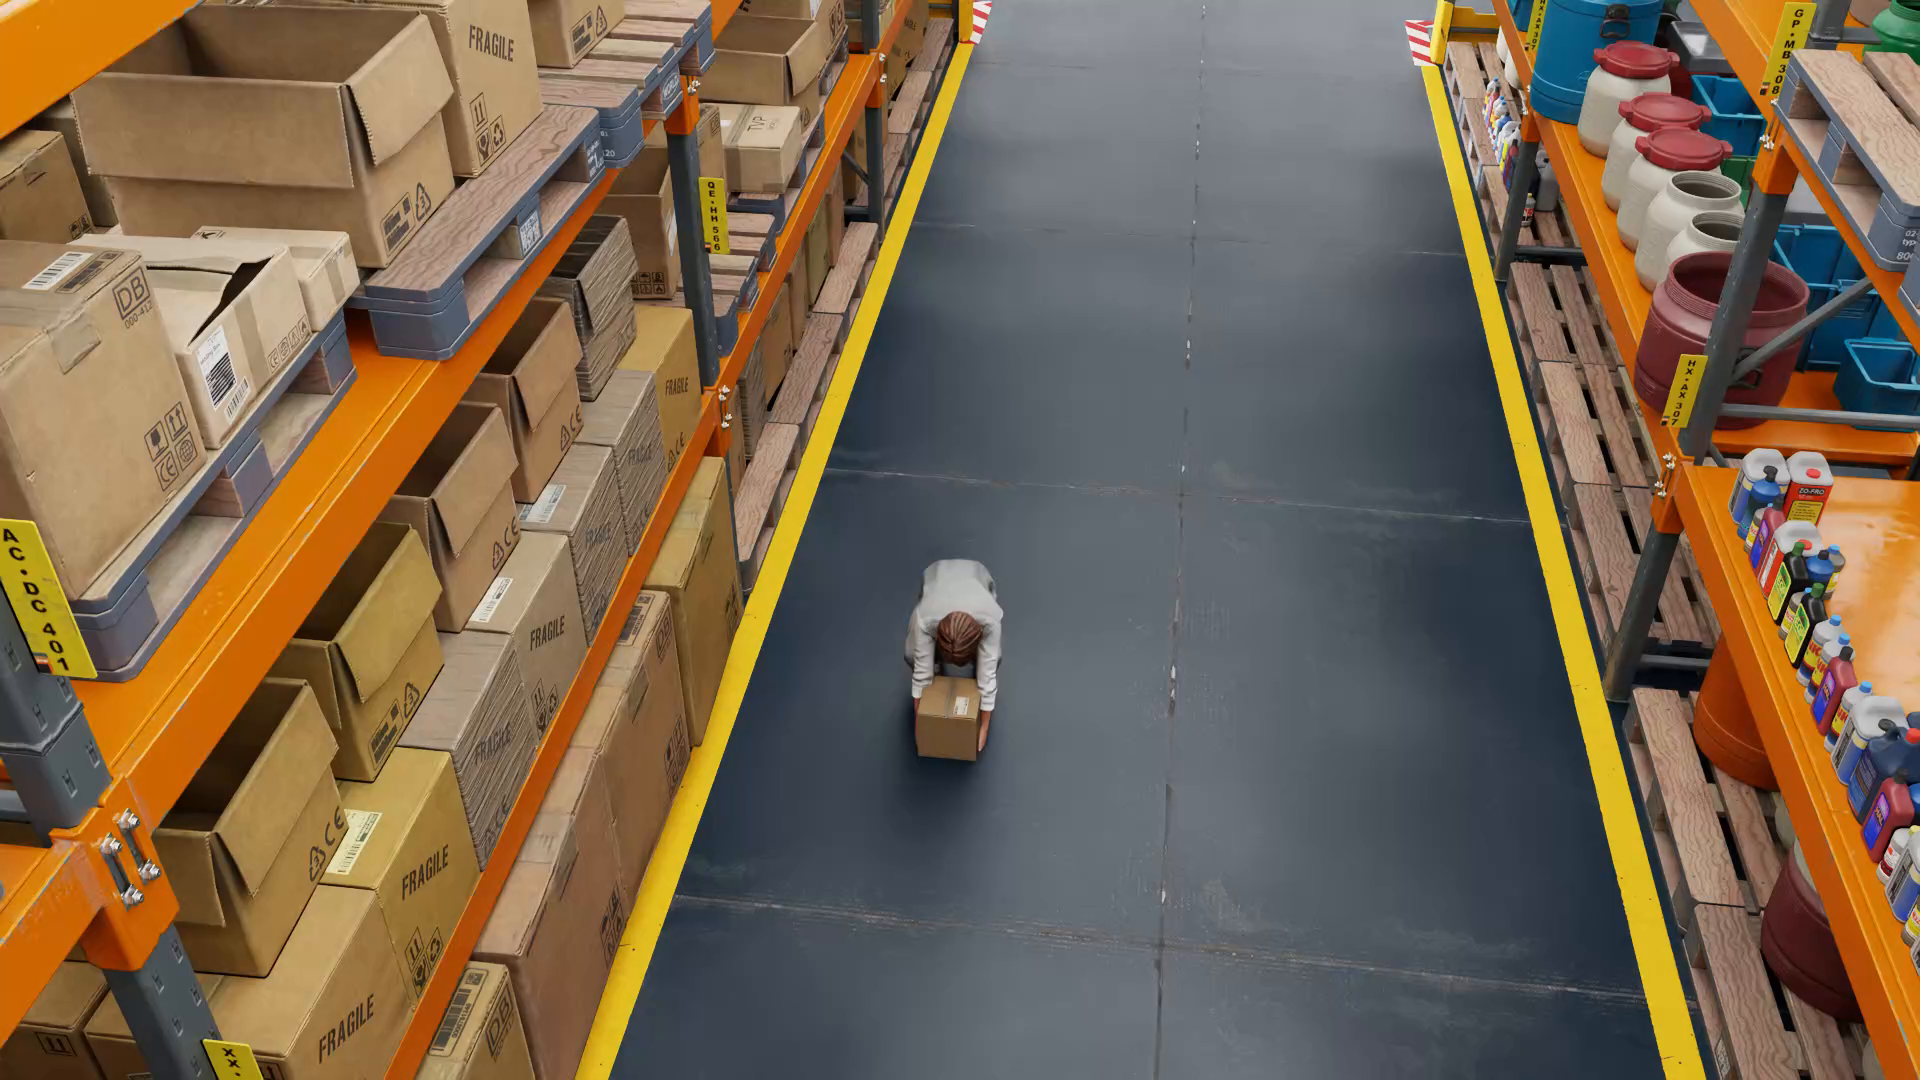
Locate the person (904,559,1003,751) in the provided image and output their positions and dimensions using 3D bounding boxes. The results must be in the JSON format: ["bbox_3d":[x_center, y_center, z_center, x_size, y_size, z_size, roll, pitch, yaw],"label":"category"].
[{"bbox_3d":[-0.021,0.454,7.252,0.432,0.751,0.832,4,37,5],"label":"person"}]
